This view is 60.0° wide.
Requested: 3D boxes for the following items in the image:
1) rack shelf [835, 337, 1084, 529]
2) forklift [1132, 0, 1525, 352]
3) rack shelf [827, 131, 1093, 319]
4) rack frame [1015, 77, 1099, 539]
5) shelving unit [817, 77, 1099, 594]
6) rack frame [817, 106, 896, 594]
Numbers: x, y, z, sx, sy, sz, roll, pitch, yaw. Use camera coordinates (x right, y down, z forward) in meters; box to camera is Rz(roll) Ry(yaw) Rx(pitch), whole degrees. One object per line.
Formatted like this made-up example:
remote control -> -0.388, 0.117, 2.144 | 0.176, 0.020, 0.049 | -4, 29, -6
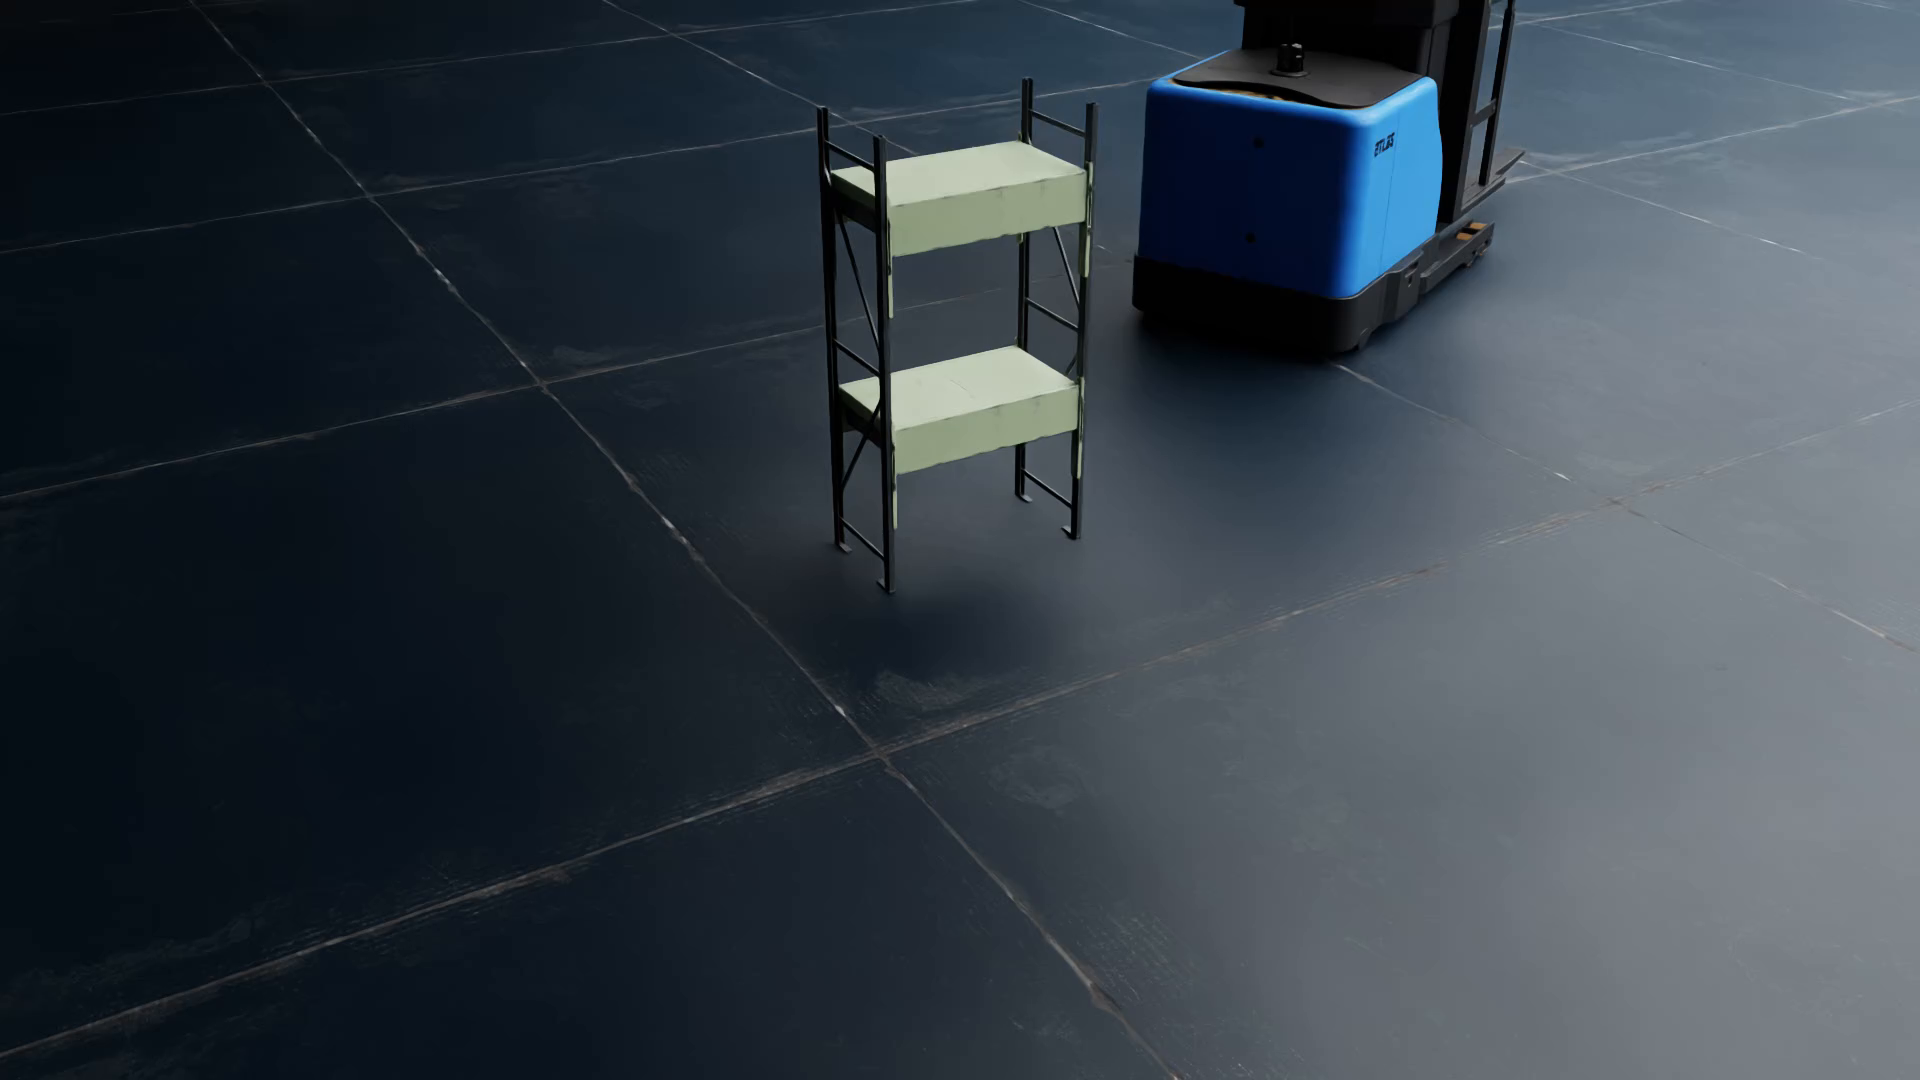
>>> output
rack shelf -> -0.006, -0.370, 5.542 | 0.720, 0.370, 0.431 | -16, 33, -26
forklift -> 2.015, -2.742, 7.686 | 1.130, 2.935, 3.031 | 18, 34, 29
rack shelf -> -0.006, -0.997, 5.196 | 0.720, 0.370, 0.431 | -16, 33, -26
rack frame -> 0.310, -0.745, 5.547 | 0.023, 1.500, 0.400 | -16, 33, -26
shelving unit -> -0.006, -0.655, 5.385 | 0.755, 1.500, 0.431 | -16, 33, -26
rack frame -> -0.321, -0.565, 5.222 | 0.023, 1.500, 0.400 | -16, 33, -26
